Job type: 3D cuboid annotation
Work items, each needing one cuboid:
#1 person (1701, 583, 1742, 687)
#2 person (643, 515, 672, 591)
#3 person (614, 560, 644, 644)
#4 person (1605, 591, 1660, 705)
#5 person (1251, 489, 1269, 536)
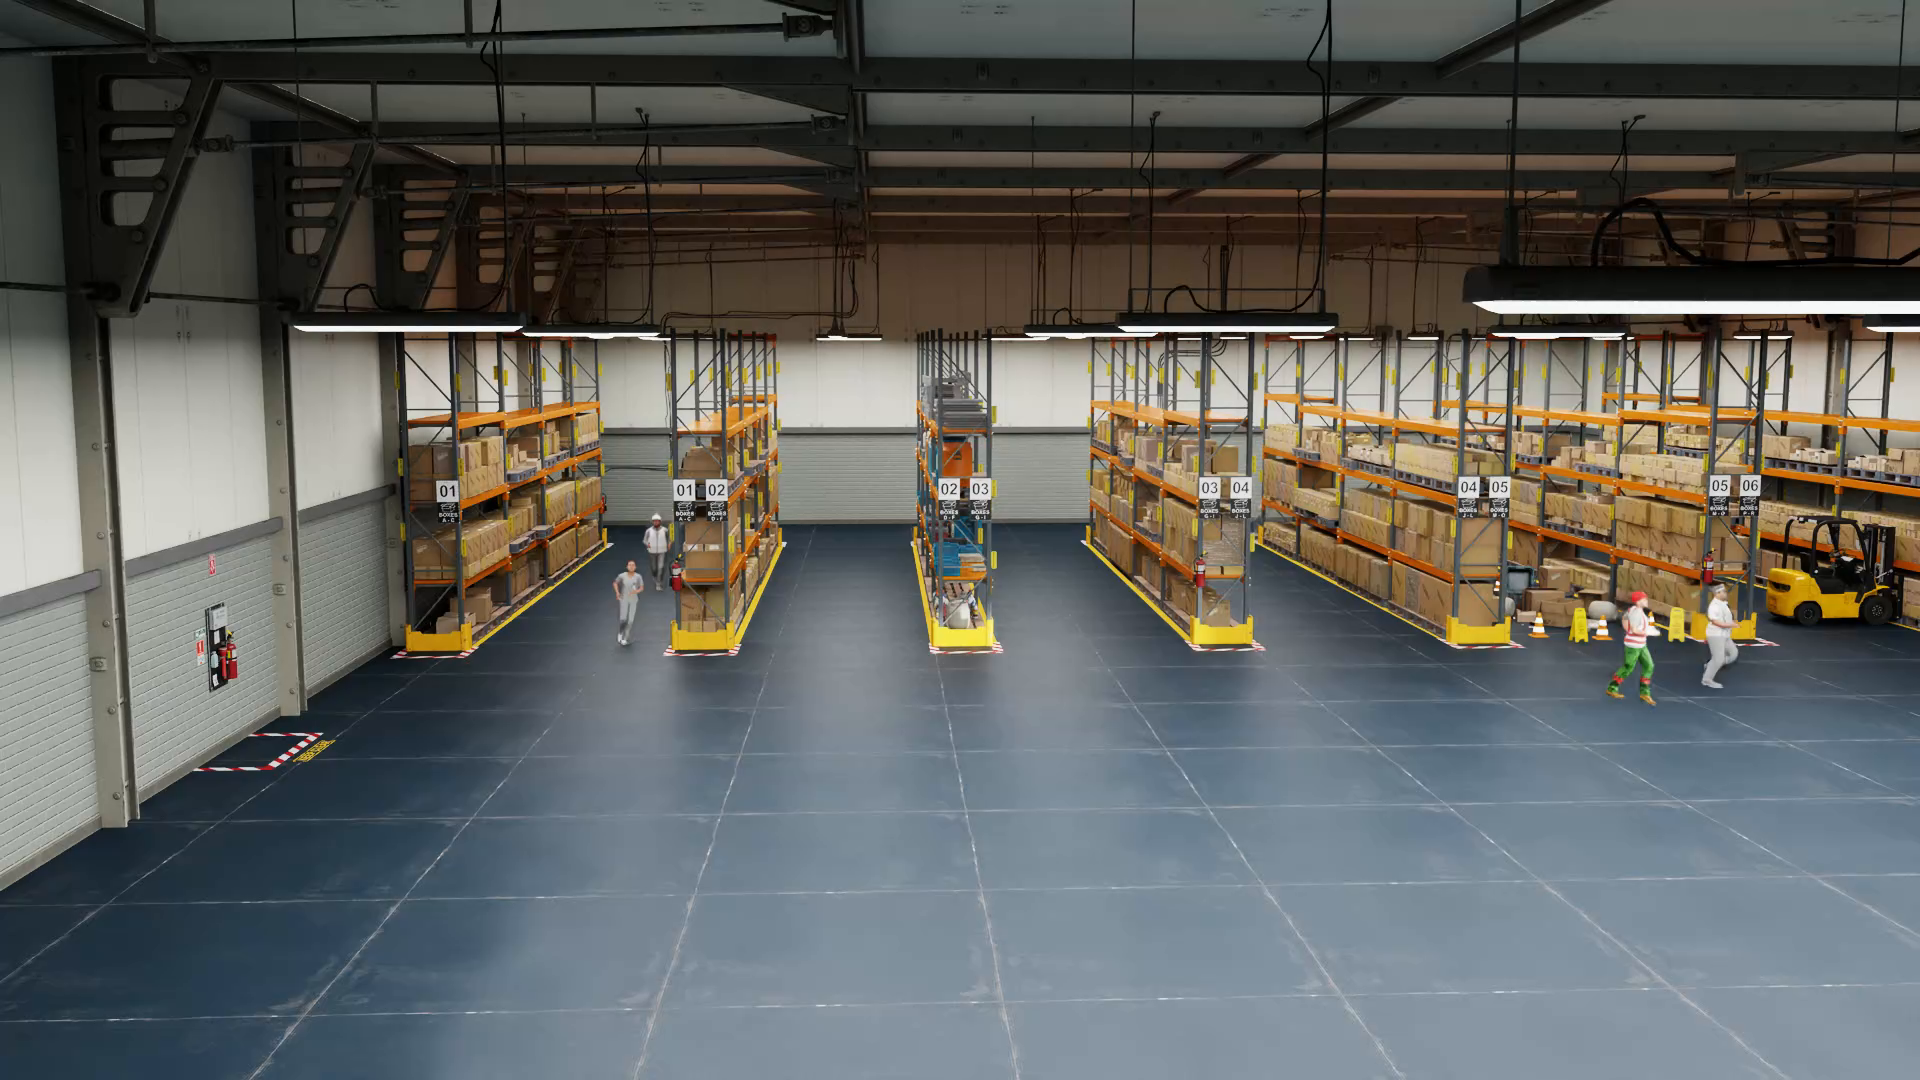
[{"bbox_3d":[12.750,1.591,27.784,0.599,1.762,0.676,5,9,39],"label":"person"},{"bbox_3d":[-7.059,0.281,38.868,0.676,1.751,0.945,-1,7,-7],"label":"person"},{"bbox_3d":[-6.298,1.184,31.689,0.544,1.631,0.563,-2,7,-18],"label":"person"},{"bbox_3d":[10.745,1.723,26.513,0.795,1.840,0.633,5,8,34],"label":"person"},{"bbox_3d":[8.980,-0.807,49.247,0.823,1.446,0.601,2,7,16],"label":"person"}]
